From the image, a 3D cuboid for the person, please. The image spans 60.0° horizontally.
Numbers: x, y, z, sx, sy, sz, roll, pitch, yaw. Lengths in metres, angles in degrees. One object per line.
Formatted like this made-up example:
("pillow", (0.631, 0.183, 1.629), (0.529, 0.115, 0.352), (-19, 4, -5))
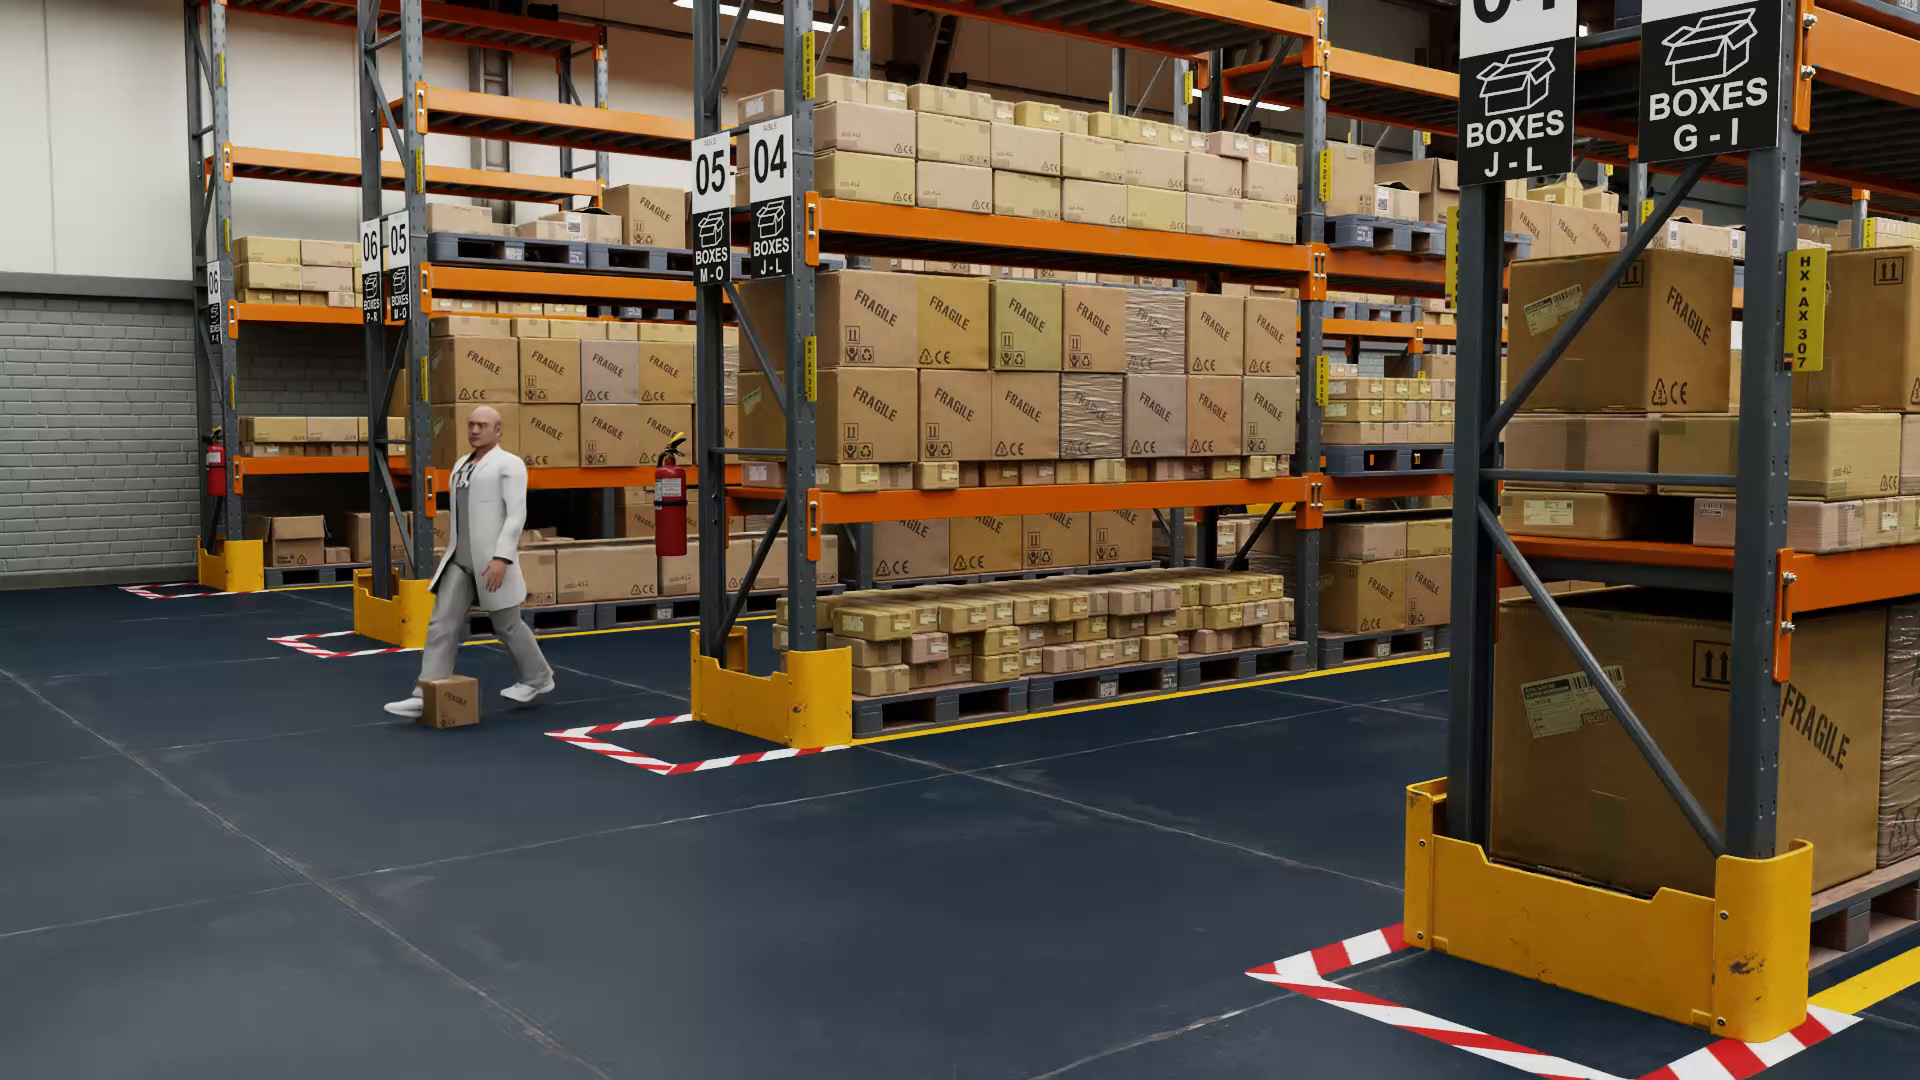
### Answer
("person", (-2.708, 0.116, 9.335), (0.626, 1.732, 1.087), (2, 5, 29))
